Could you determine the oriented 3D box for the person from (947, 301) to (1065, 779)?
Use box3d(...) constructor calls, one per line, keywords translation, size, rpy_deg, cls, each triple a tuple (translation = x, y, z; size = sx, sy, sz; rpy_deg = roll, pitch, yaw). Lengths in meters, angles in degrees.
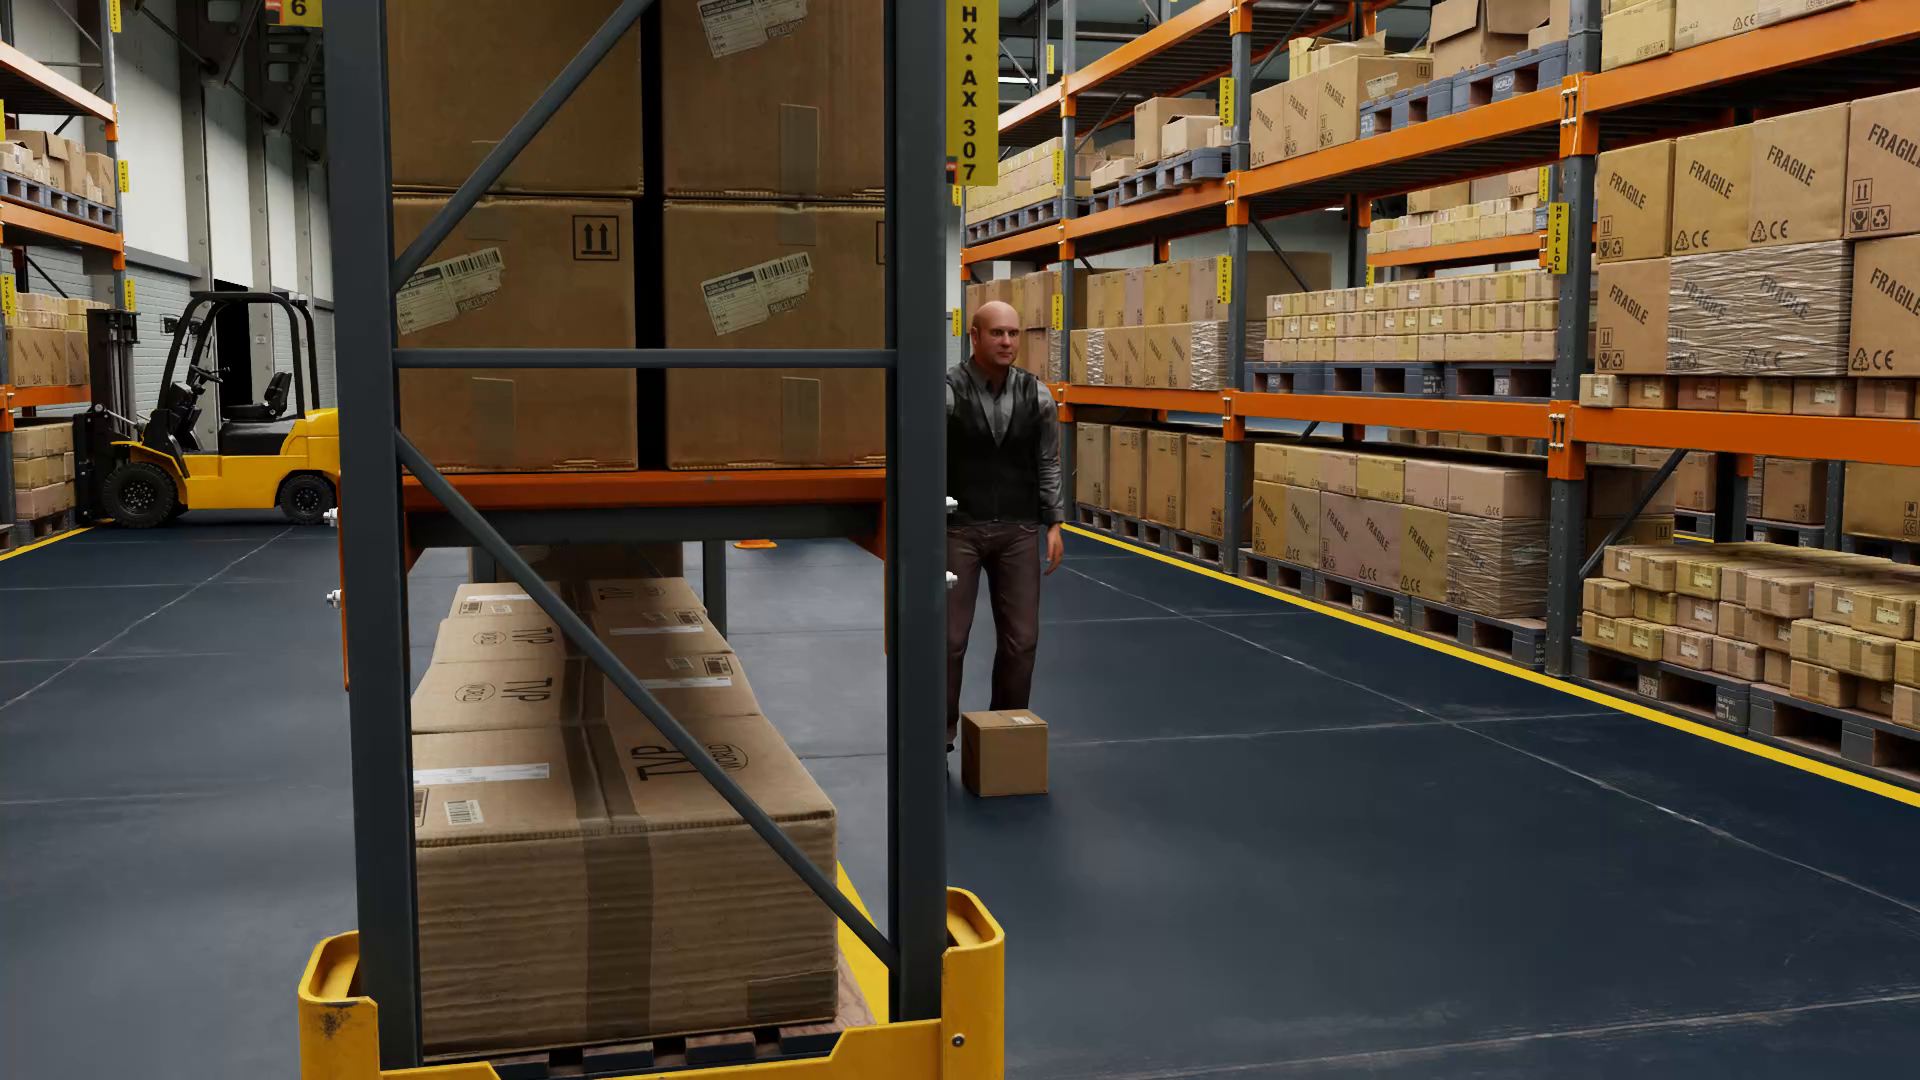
box3d(translation=(0.092, -0.006, 6.106), size=(0.593, 1.722, 0.410), rpy_deg=(-2, 6, -16), cls="person")
